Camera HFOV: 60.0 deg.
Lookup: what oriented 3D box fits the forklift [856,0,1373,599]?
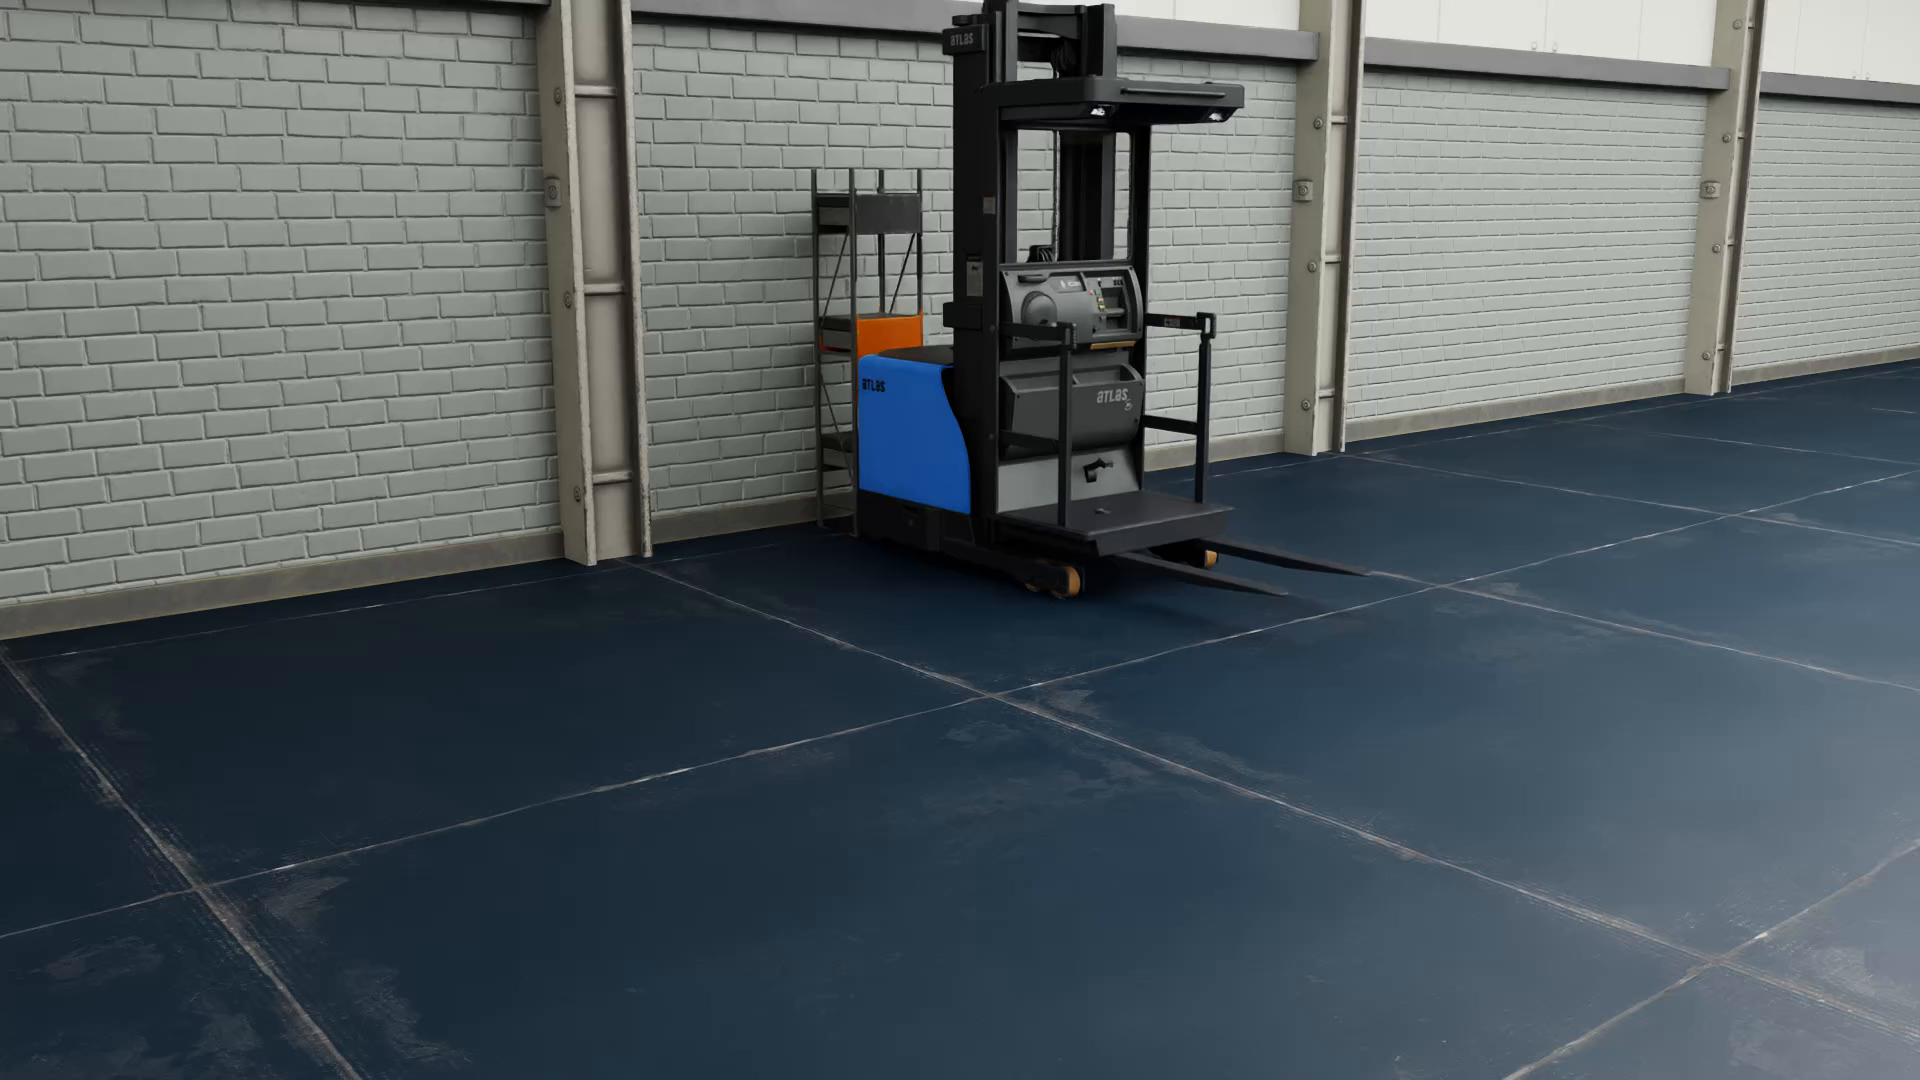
[{"bbox_3d":[0.728,-1.258,8.499,1.130,2.935,3.031,-10,15,-38],"label":"forklift"}]

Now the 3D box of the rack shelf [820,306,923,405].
[{"bbox_3d":[-0.536,-1.095,9.794,0.480,0.518,0.431,-10,16,-39],"label":"rack shelf"}]

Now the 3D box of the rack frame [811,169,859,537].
[{"bbox_3d":[-0.722,-1.075,9.637,0.015,2.100,0.400,-10,16,-39],"label":"rack frame"}]

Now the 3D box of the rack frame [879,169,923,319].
[{"bbox_3d":[-0.349,-1.141,9.945,0.015,2.100,0.400,-10,16,-39],"label":"rack frame"}]

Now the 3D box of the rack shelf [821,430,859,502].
[{"bbox_3d":[-0.536,-0.410,9.939,0.480,0.518,0.431,-10,16,-39],"label":"rack shelf"}]

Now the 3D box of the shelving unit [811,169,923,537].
[{"bbox_3d":[-0.536,-1.108,9.791,0.503,2.100,0.431,-10,16,-39],"label":"shelving unit"}]

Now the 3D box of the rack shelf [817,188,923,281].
[{"bbox_3d":[-0.536,-1.779,9.649,0.480,0.518,0.431,-10,16,-39],"label":"rack shelf"}]

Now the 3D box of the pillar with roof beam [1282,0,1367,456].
[{"bbox_3d":[5.423,-4.393,8.654,0.400,9.000,9.100,-9,15,-38],"label":"pillar with roof beam"}]
